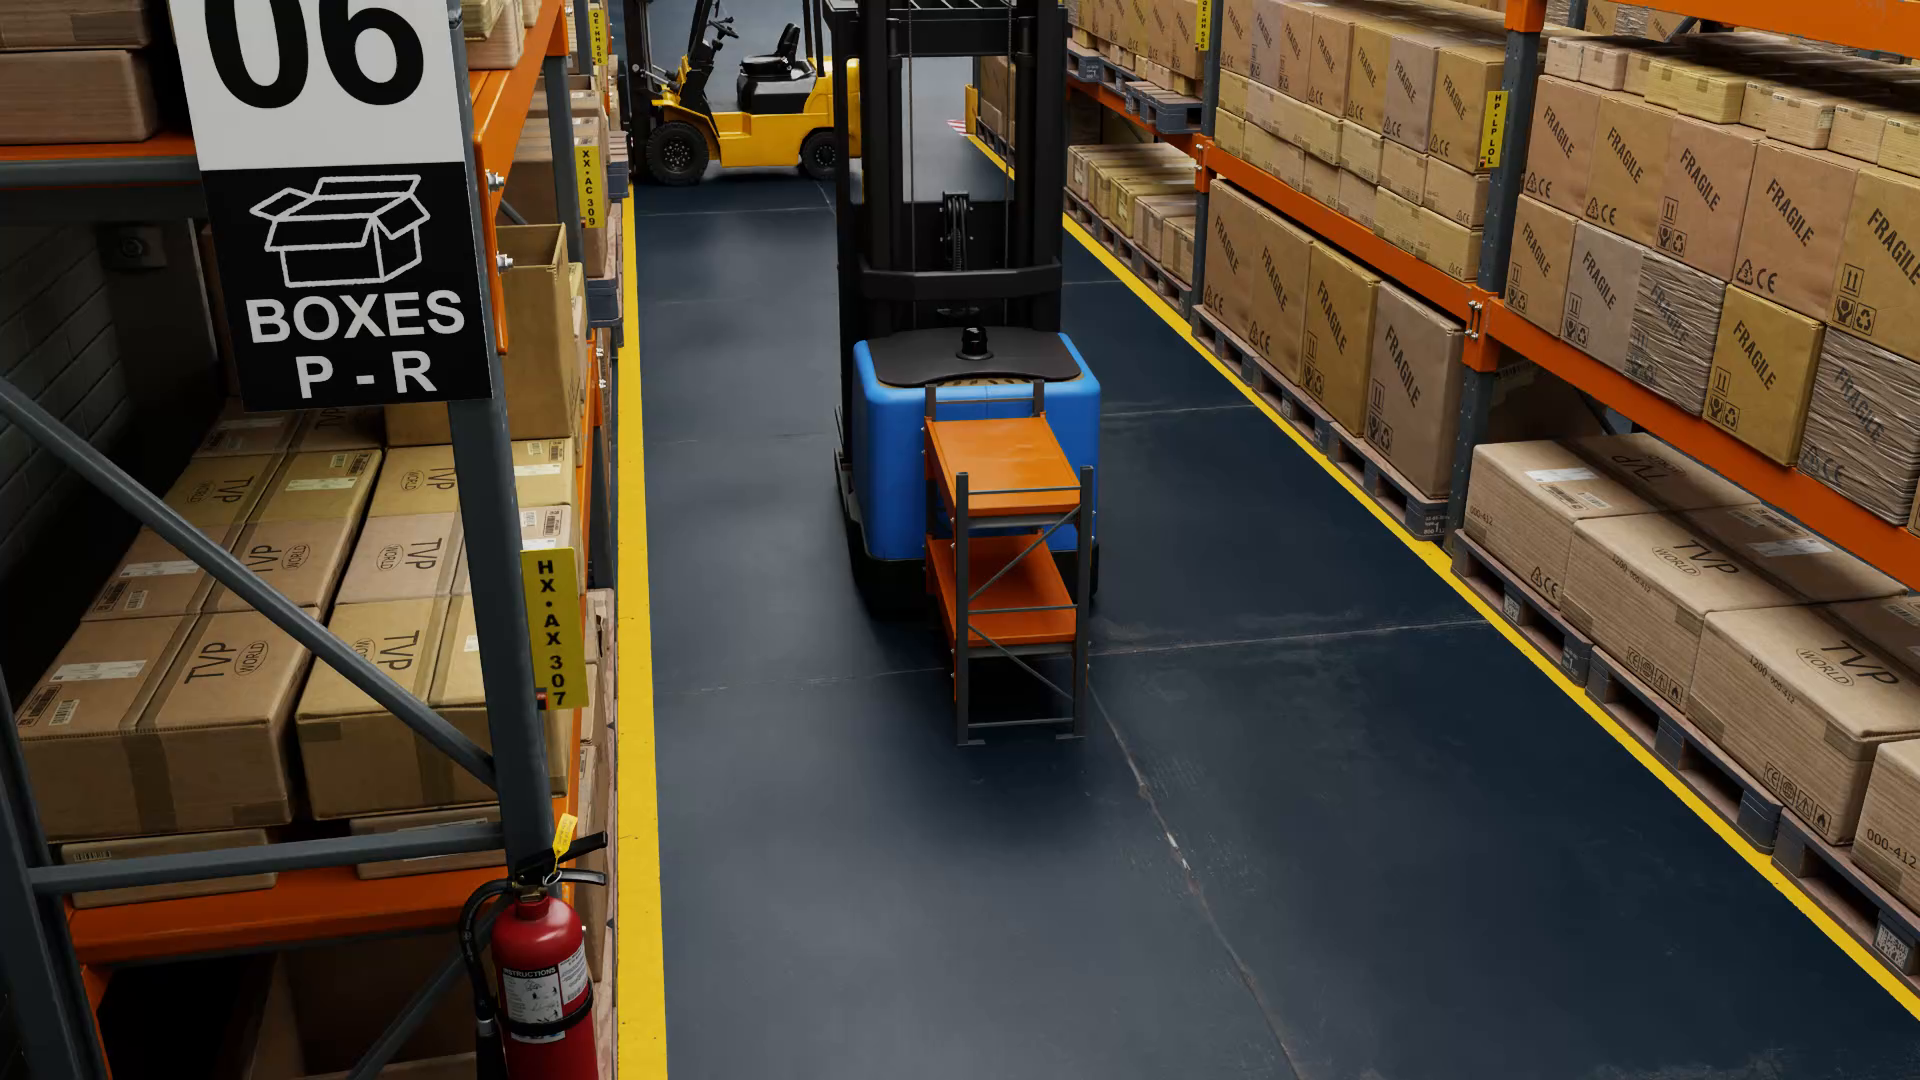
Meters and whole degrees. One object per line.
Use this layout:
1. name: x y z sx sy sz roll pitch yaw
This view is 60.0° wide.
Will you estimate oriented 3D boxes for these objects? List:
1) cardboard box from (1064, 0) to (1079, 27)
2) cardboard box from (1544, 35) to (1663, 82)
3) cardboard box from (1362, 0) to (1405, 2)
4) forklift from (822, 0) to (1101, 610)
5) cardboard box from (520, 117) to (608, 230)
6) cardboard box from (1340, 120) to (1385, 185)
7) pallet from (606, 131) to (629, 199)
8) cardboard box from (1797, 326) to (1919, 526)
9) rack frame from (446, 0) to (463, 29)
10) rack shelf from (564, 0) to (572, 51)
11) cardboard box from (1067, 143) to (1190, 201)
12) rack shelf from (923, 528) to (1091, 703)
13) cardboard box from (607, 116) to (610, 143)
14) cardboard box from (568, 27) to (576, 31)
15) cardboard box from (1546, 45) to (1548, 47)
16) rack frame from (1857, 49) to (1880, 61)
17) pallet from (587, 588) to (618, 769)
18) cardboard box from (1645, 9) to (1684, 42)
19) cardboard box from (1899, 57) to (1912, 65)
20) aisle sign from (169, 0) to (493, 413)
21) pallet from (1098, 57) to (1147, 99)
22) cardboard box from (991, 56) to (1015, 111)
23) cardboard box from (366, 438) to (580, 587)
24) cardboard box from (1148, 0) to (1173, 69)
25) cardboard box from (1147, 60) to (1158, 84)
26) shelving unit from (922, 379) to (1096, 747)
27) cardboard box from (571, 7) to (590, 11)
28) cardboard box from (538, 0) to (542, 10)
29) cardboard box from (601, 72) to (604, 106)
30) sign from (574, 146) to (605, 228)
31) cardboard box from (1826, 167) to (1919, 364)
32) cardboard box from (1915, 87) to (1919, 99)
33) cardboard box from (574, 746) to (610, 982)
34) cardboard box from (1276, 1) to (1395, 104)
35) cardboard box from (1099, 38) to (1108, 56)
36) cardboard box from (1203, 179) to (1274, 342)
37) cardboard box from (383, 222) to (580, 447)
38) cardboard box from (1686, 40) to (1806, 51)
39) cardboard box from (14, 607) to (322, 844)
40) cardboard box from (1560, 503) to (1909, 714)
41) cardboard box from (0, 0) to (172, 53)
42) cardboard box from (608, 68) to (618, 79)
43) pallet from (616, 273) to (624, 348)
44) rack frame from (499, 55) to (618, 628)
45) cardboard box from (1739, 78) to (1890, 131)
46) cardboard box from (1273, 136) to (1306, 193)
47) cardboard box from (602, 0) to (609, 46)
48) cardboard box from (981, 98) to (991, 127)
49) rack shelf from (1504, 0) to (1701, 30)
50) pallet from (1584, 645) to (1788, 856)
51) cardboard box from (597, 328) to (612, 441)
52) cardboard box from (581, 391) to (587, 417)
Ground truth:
1. cardboard box: 1.187 -4.655 14.139 0.500 0.500 0.500 -4 24 -8
2. cardboard box: 2.665 -1.997 6.891 0.380 0.149 0.250 -5 24 -11
3. cardboard box: 2.578 -3.032 10.069 0.500 0.500 0.500 -4 24 -9
4. forklift: -0.082 -1.591 8.230 1.130 2.935 3.031 -3 24 -7
5. cardboard box: -1.981 -1.619 7.560 0.700 0.500 0.500 -4 24 -9
6. cardboard box: 2.340 -2.055 8.769 0.500 0.250 0.500 -4 24 -8
7. pallet: -2.561 -2.195 9.767 1.213 0.211 1.003 -4 24 -10
8. cardboard box: 3.069 -0.382 5.252 0.500 0.500 0.500 -4 24 -8
9. rack frame: -1.276 -2.146 1.921 1.000 3.000 0.127 -4 24 -10
10. rack shelf: -2.386 -2.802 8.069 1.077 0.370 4.000 -4 24 -10
11. cardboard box: 1.482 -3.268 14.744 0.950 0.372 0.625 -4 24 -9
12. rack shelf: 0.170 0.286 6.801 0.538 0.278 1.000 -3 24 -7
13. cardboard box: -2.257 -2.391 9.767 0.380 0.149 0.250 -4 24 -9
14. cardboard box: -2.785 -3.437 11.436 0.380 0.149 0.250 -4 24 -9
15. cardboard box: 3.063 -2.038 7.794 0.500 0.500 0.500 -4 24 -9
16. rack frame: 6.968 -3.319 12.101 1.000 3.000 0.127 -4 24 -10
17. pallet: -1.890 0.578 6.664 1.003 0.211 1.213 -4 24 -10
18. cardboard box: 6.245 -4.316 14.259 0.500 0.500 0.500 -4 24 -10
19. cardboard box: 7.150 -3.561 12.531 0.500 0.500 0.500 -4 24 -9
20. aisle sign: -0.975 -0.583 2.590 0.394 0.787 0.004 -4 24 -10
21. pallet: 1.716 -3.600 12.986 1.003 0.211 1.213 -4 24 -10
22. cardboard box: 0.626 -4.783 17.428 0.500 0.500 0.500 -5 24 -12
23. cardboard box: -1.286 -0.061 4.457 0.500 0.250 0.500 -5 24 -11
24. cardboard box: 1.658 -3.648 11.834 0.500 0.500 0.500 -5 24 -11
25. cardboard box: 1.580 -3.397 12.070 0.380 0.149 0.250 -5 24 -12
26. shelving unit: 0.170 0.062 6.703 0.538 1.125 1.048 -3 24 -7
27. cardboard box: -2.989 -3.941 12.590 0.380 0.149 0.250 -5 24 -11
28. cardboard box: -1.345 -1.507 4.519 0.380 0.149 0.250 -4 24 -9
29. cardboard box: -2.882 -3.272 12.182 0.500 0.250 0.500 -4 24 -8
30. sign: -1.484 -1.410 6.650 0.100 0.325 0.005 -4 24 -10
31. cardboard box: 3.064 -0.840 5.052 0.500 0.500 0.500 -4 24 -10
32. cardboard box: 3.466 -1.440 5.615 0.380 0.149 0.250 -4 24 -10
33. cardboard box: -1.416 0.969 4.882 0.700 0.500 0.500 -3 24 -8
34. cardboard box: 2.155 -2.806 9.552 0.500 0.500 0.500 -4 24 -8
35. cardboard box: 1.346 -4.014 13.481 0.380 0.149 0.250 -4 24 -9
36. cardboard box: 2.168 -1.854 10.876 0.875 0.875 0.875 -5 24 -10
37. cardboard box: -1.373 -0.597 4.748 0.500 0.500 0.500 -4 24 -8
38. cardboard box: 3.173 -1.931 6.740 0.380 0.149 0.250 -4 24 -8
39. cardboard box: -1.622 0.374 3.462 0.500 0.250 0.500 -4 24 -8
40. cardboard box: 3.038 0.249 6.608 0.875 0.438 0.875 -5 24 -11
41. cardboard box: -1.626 -0.994 2.847 0.500 0.250 0.500 -5 24 -11
42. cardboard box: -3.640 -4.525 16.524 0.500 0.250 0.500 -4 24 -9
43. pallet: -2.869 -1.593 11.633 1.003 0.211 1.213 -4 24 -10
44. rack frame: -2.016 -0.971 6.724 1.000 3.000 0.127 -4 24 -10
45. cardboard box: 2.950 -1.499 5.749 0.380 0.149 0.250 -4 24 -10
46. cardboard box: 2.169 -2.225 9.785 0.500 0.250 0.500 -4 24 -8
47. cardboard box: -3.600 -4.959 15.732 0.500 0.500 0.500 -4 24 -9
48. cardboard box: 0.520 -4.654 18.069 0.500 0.250 0.500 -5 24 -10
49. rack shelf: 2.492 -3.171 8.914 1.077 0.370 4.000 -4 24 -10
50. pallet: 3.154 0.724 6.328 1.003 0.211 1.213 -4 24 -10
51. cardboard box: -2.170 -0.834 9.011 0.500 0.500 0.500 -5 24 -12
52. cardboard box: -1.567 -0.547 6.070 0.380 0.149 0.250 -4 24 -8
